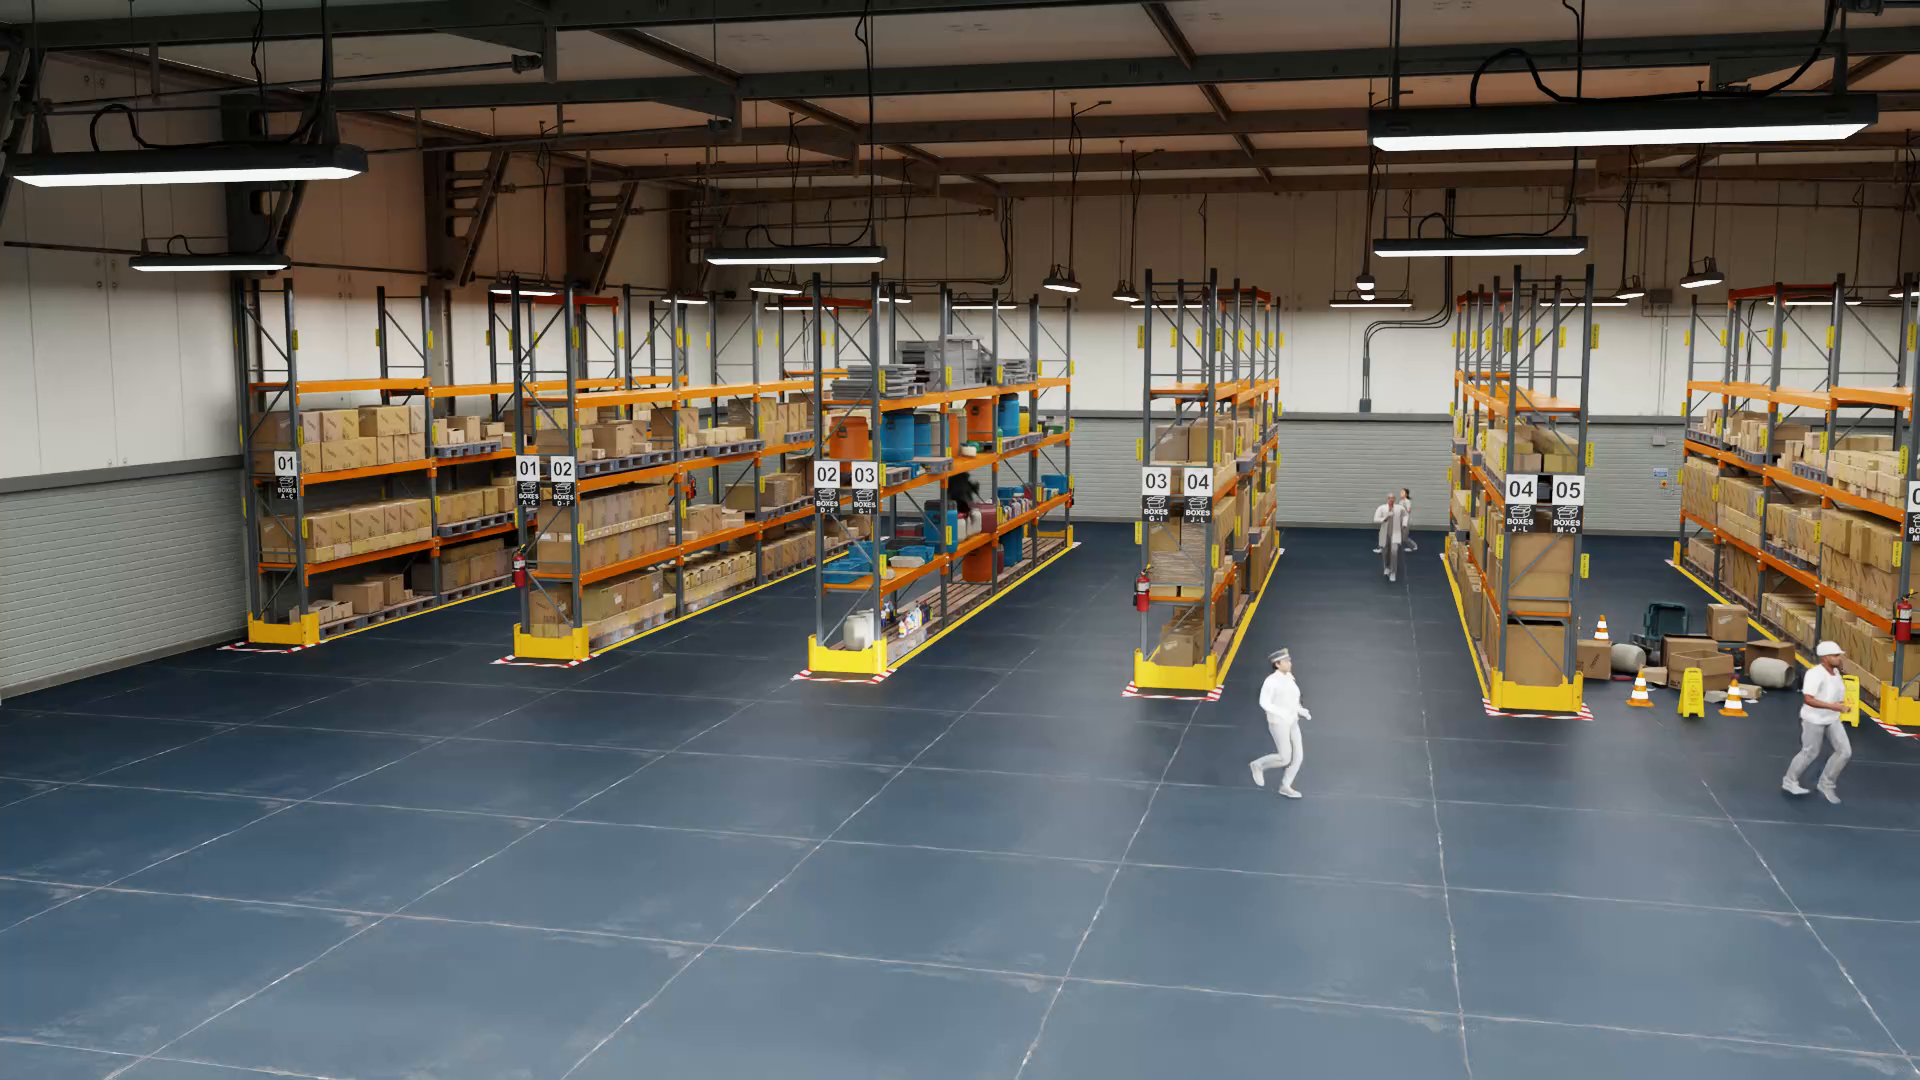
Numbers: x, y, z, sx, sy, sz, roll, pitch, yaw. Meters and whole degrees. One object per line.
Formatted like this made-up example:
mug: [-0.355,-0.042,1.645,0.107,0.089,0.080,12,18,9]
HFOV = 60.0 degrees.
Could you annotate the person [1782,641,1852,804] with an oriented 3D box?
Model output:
person: [9.351,1.986,18.044,0.642,1.803,0.765,-4,8,-28]

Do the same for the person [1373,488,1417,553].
person: [10.326,-0.448,38.990,1.093,1.532,0.647,-2,7,-18]

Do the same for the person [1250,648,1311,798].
person: [3.526,1.992,18.334,0.596,1.648,0.617,6,9,43]

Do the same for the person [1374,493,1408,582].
person: [9.056,-0.075,34.990,0.677,1.846,0.866,2,7,20]
